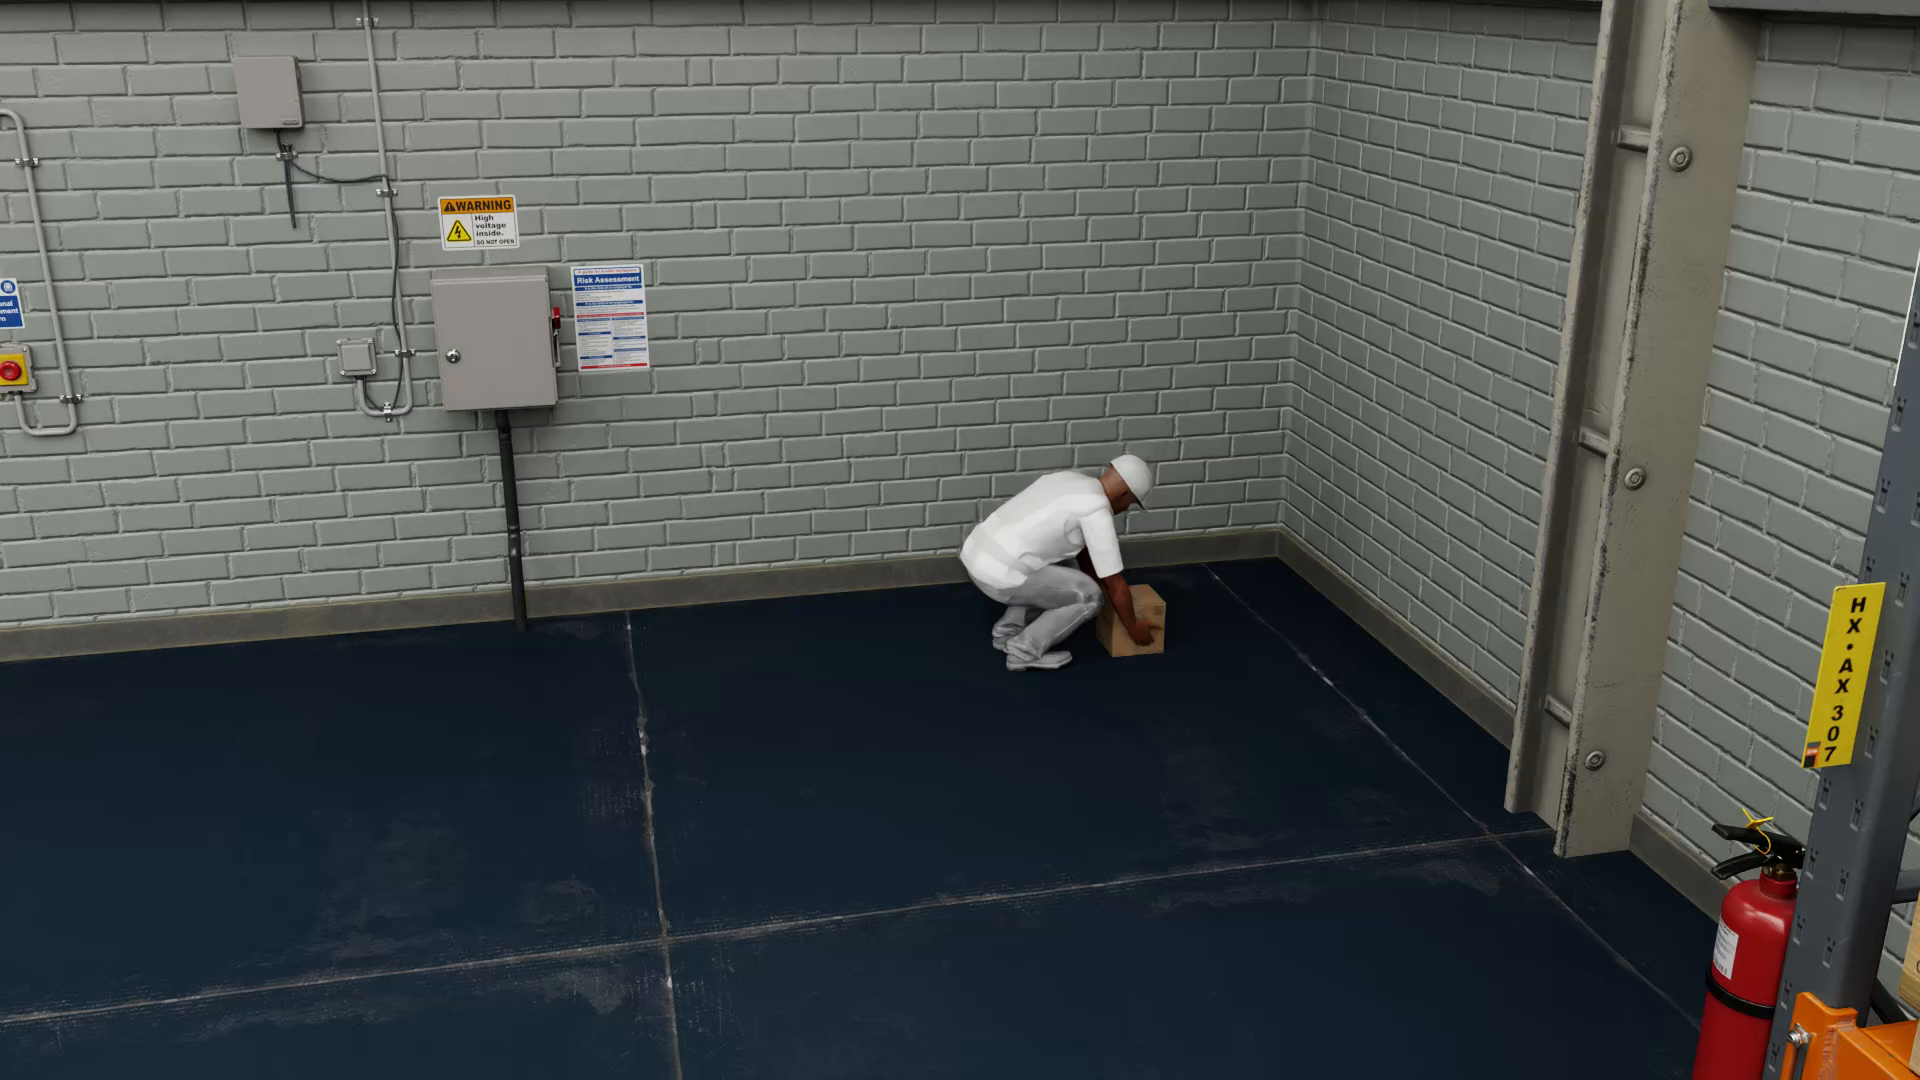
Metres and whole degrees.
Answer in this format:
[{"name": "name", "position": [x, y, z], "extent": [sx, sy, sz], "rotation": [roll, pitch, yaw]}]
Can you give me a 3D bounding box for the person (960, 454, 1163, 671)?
[{"name": "person", "position": [0.452, 0.080, 7.595], "extent": [0.886, 0.914, 0.569], "rotation": [-4, 20, -12]}]
